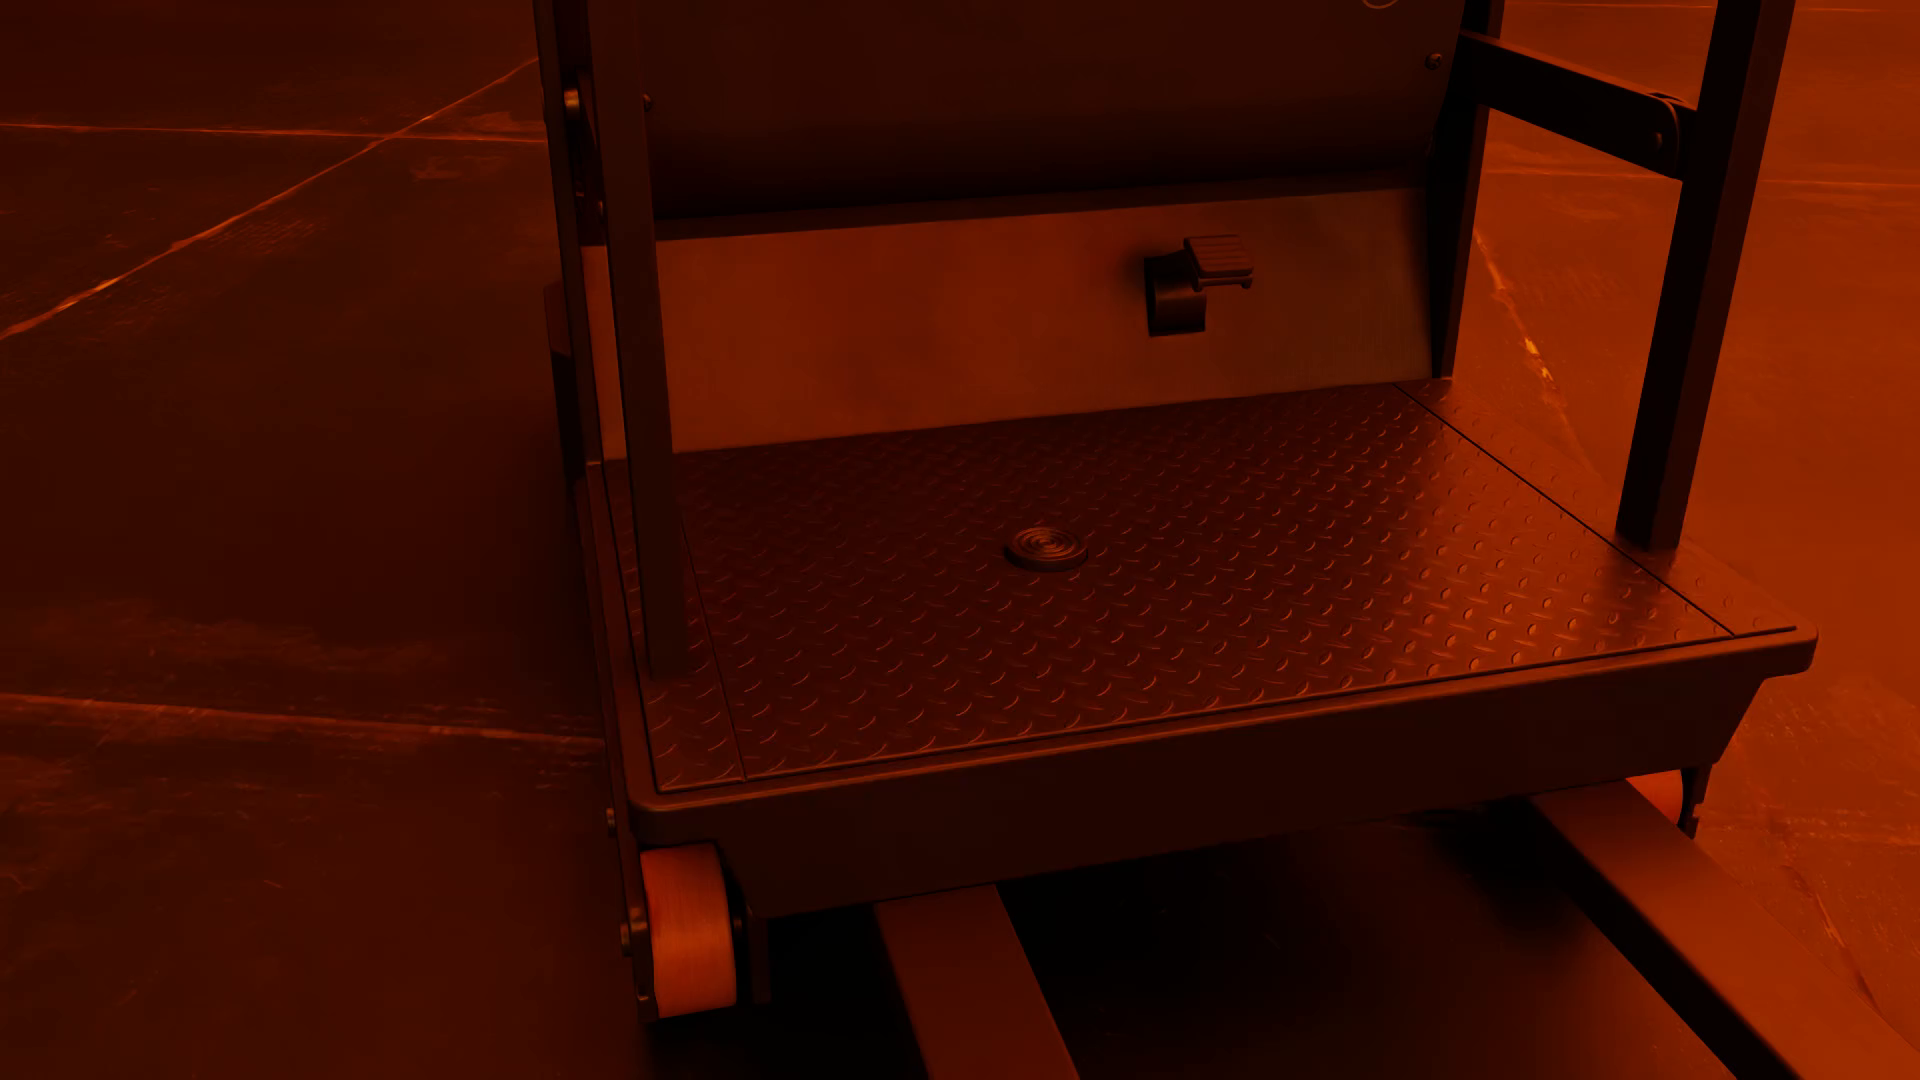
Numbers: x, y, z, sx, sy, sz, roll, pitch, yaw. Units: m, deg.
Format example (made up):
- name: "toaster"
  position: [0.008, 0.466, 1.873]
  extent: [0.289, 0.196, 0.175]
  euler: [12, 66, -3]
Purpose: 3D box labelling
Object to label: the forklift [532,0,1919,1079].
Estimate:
- name: "forklift"
  position: [0.153, -1.049, 1.319]
  extent: [1.130, 2.935, 3.031]
  euler: [-7, 27, -13]
